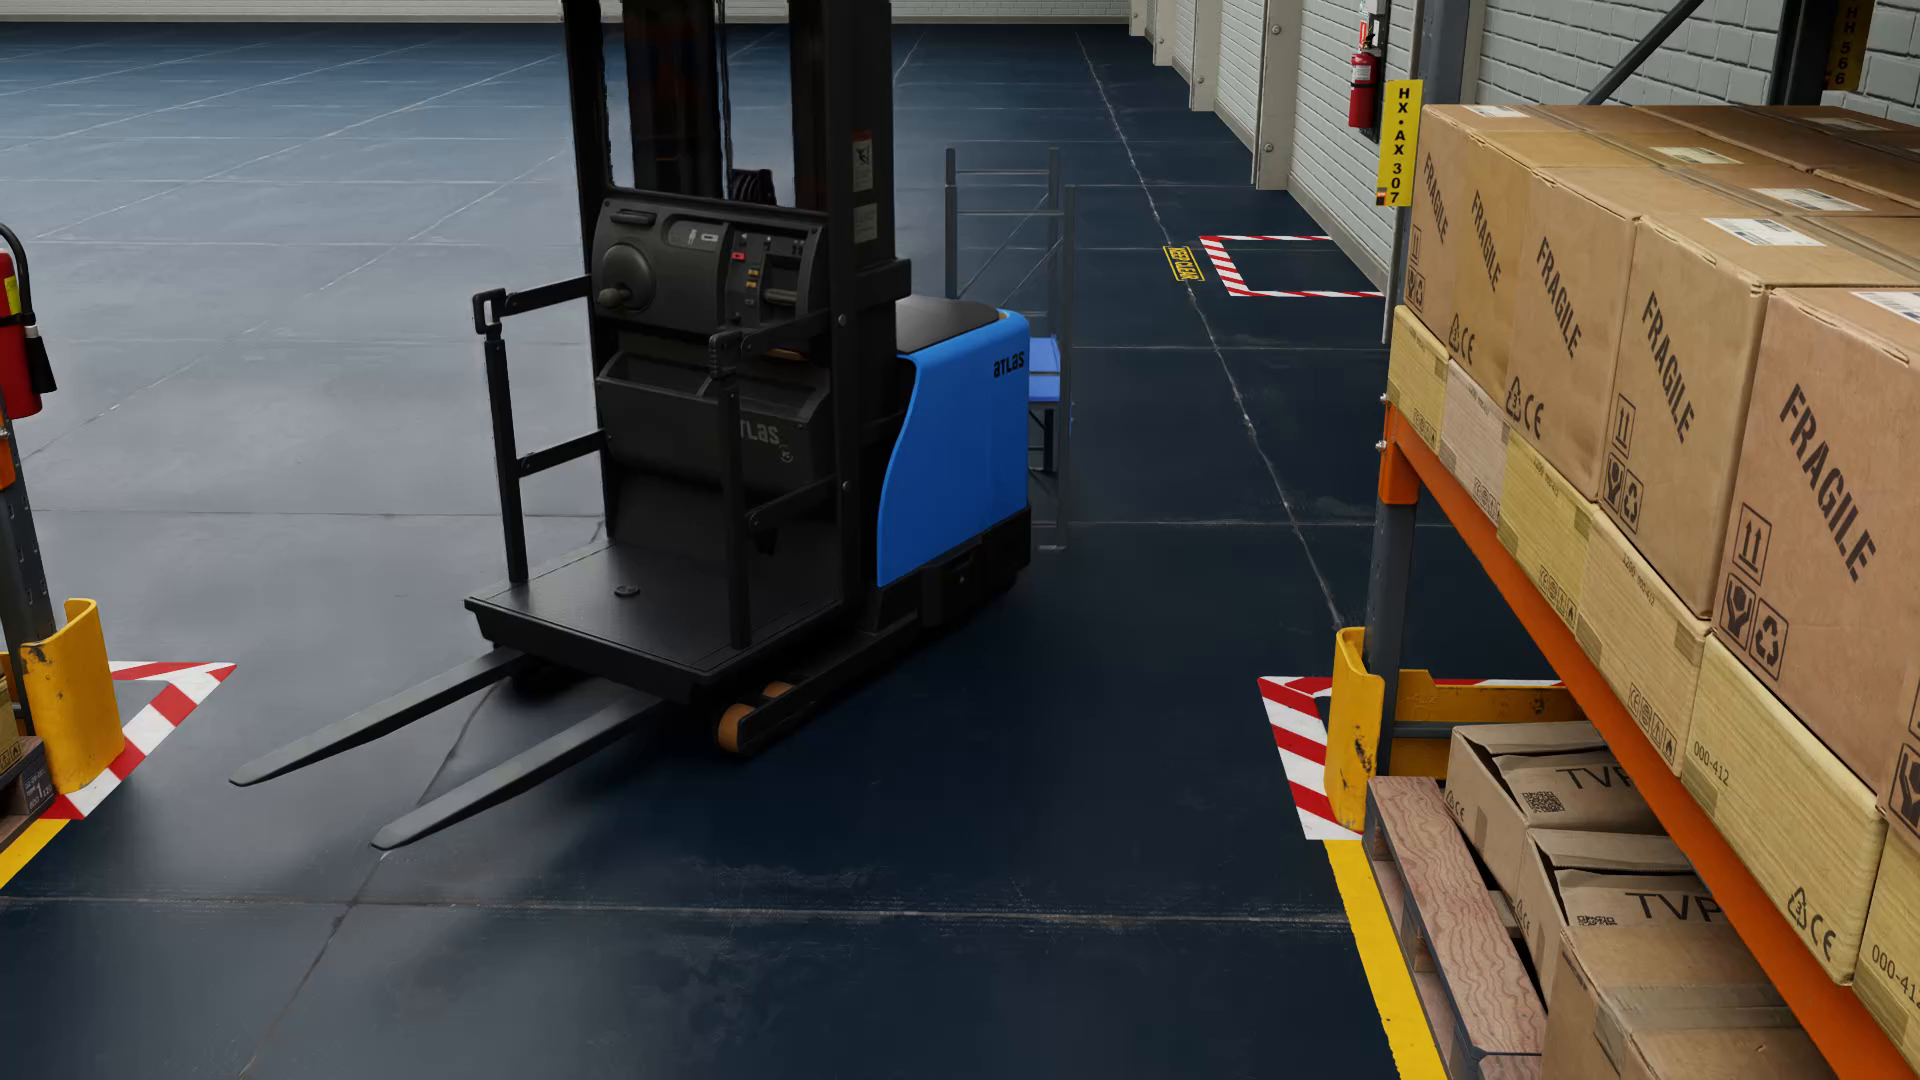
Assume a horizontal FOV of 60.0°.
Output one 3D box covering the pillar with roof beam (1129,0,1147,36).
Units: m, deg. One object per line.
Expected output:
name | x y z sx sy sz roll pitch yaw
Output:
pillar with roof beam | -0.848 -14.060 30.826 9.100 9.000 0.400 1 21 2

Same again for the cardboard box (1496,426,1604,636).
cardboard box | 1.344 -0.026 3.129 0.500 0.250 0.500 0 21 1

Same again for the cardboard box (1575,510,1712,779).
cardboard box | 1.326 0.157 2.658 0.500 0.250 0.500 1 21 2

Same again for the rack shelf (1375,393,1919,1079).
rack shelf | 1.638 0.427 2.777 1.077 0.370 4.000 1 21 2

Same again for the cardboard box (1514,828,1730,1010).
cardboard box | 1.571 0.872 3.744 0.500 0.311 0.500 2 21 6

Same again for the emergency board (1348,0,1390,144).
emergency board | 2.838 -3.432 11.726 0.194 1.169 0.643 1 21 2

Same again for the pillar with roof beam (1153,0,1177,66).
pillar with roof beam | -1.031 -11.891 25.235 9.100 9.000 0.400 1 21 2

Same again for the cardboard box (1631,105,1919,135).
cardboard box | 1.897 -0.748 3.953 0.500 0.500 0.500 0 21 1

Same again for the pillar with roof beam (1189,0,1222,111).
pillar with roof beam | -1.213 -9.722 19.644 9.100 9.000 0.400 1 21 2

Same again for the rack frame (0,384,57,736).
rack frame | -3.253 -0.685 4.647 1.000 3.000 0.127 1 21 2

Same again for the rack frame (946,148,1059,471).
rack frame | 0.188 -1.032 7.614 0.500 1.500 0.032 0 21 0

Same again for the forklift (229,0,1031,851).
forklift | -0.949 -0.875 5.233 1.130 2.935 3.031 13 25 31

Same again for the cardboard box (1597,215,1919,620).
cardboard box | 1.333 -0.199 2.539 0.500 0.500 0.500 1 21 3

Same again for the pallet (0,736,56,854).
pallet | -3.234 0.892 4.438 1.003 0.211 1.213 1 21 2

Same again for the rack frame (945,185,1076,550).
rack frame | 0.194 -0.664 6.666 0.500 1.500 0.032 0 21 0

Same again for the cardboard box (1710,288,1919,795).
cardboard box | 1.318 -0.011 2.054 0.500 0.500 0.500 0 21 0

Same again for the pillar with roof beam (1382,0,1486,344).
pillar with roof beam | -1.578 -5.383 8.462 9.100 9.000 0.400 1 21 2

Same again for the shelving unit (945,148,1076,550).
shelving unit | 0.191 -0.848 7.140 0.538 1.500 1.048 0 21 0

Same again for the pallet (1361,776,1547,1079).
pallet | 1.636 0.989 4.188 1.003 0.211 1.213 1 21 2

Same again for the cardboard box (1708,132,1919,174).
cardboard box | 1.872 -0.566 3.484 0.500 0.500 0.500 1 21 2

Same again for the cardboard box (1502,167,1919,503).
cardboard box | 1.337 -0.386 3.020 0.500 0.500 0.500 0 21 0

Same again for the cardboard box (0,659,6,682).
cardboard box | -2.972 0.249 4.425 0.500 0.500 0.500 1 21 2

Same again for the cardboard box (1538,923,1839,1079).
cardboard box | 1.498 1.048 3.027 0.700 0.500 0.500 -1 21 -2

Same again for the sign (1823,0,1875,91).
sign | 2.253 -1.306 4.209 0.100 0.325 0.005 1 21 2

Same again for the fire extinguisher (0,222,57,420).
fire extinguisher | -2.785 -0.686 4.758 0.296 0.674 0.183 1 21 2

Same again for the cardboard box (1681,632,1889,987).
cardboard box | 1.312 0.338 2.190 0.500 0.250 0.500 1 21 1

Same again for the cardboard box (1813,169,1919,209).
cardboard box | 1.860 -0.379 3.002 0.500 0.500 0.500 0 21 0

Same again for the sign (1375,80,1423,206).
sign | 1.156 -1.041 4.369 0.100 0.325 0.005 1 21 2

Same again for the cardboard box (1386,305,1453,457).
cardboard box | 1.367 -0.398 4.088 0.500 0.250 0.500 0 21 0

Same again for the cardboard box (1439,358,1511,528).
cardboard box | 1.365 -0.210 3.604 0.500 0.250 0.500 0 21 0

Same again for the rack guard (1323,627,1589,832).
rack guard | 1.697 0.561 4.892 1.175 0.500 0.348 1 21 2

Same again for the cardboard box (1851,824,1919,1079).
cardboard box | 1.312 0.520 1.721 0.500 0.250 0.500 1 21 2

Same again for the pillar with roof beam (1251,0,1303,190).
pillar with roof beam | -1.396 -7.552 14.053 9.100 9.000 0.400 1 21 2

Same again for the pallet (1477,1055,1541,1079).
pallet | 1.597 1.429 3.054 1.003 0.211 1.213 1 21 2

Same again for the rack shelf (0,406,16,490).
rack shelf | -3.314 0.374 2.914 1.077 0.370 4.000 1 21 2

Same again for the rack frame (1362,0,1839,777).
rack frame | 1.699 -0.632 4.510 1.000 3.000 0.127 1 21 2

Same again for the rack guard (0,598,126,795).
rack guard | -3.252 0.472 5.122 1.175 0.500 0.348 1 21 2

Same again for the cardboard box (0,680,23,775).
cardboard box | -2.974 0.598 4.561 0.500 0.250 0.500 1 21 2

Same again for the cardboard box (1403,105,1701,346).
cardboard box | 1.384 -0.751 3.962 0.500 0.500 0.500 1 21 2

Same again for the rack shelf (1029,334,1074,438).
rack shelf | 0.191 -0.680 7.205 0.538 0.185 1.000 0 21 0

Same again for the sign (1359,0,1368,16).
sign | 2.949 -3.893 12.132 0.001 0.109 0.331 1 21 2

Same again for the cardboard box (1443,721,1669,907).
cardboard box | 1.588 0.666 4.275 0.500 0.311 0.500 -2 21 -4

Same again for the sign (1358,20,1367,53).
sign | 2.958 -3.647 12.232 0.001 0.329 0.234 1 21 2

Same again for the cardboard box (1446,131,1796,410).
cardboard box | 1.359 -0.573 3.502 0.500 0.500 0.500 1 21 2

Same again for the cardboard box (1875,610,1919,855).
cardboard box | 1.292 0.171 1.585 0.500 0.500 0.500 1 21 1
